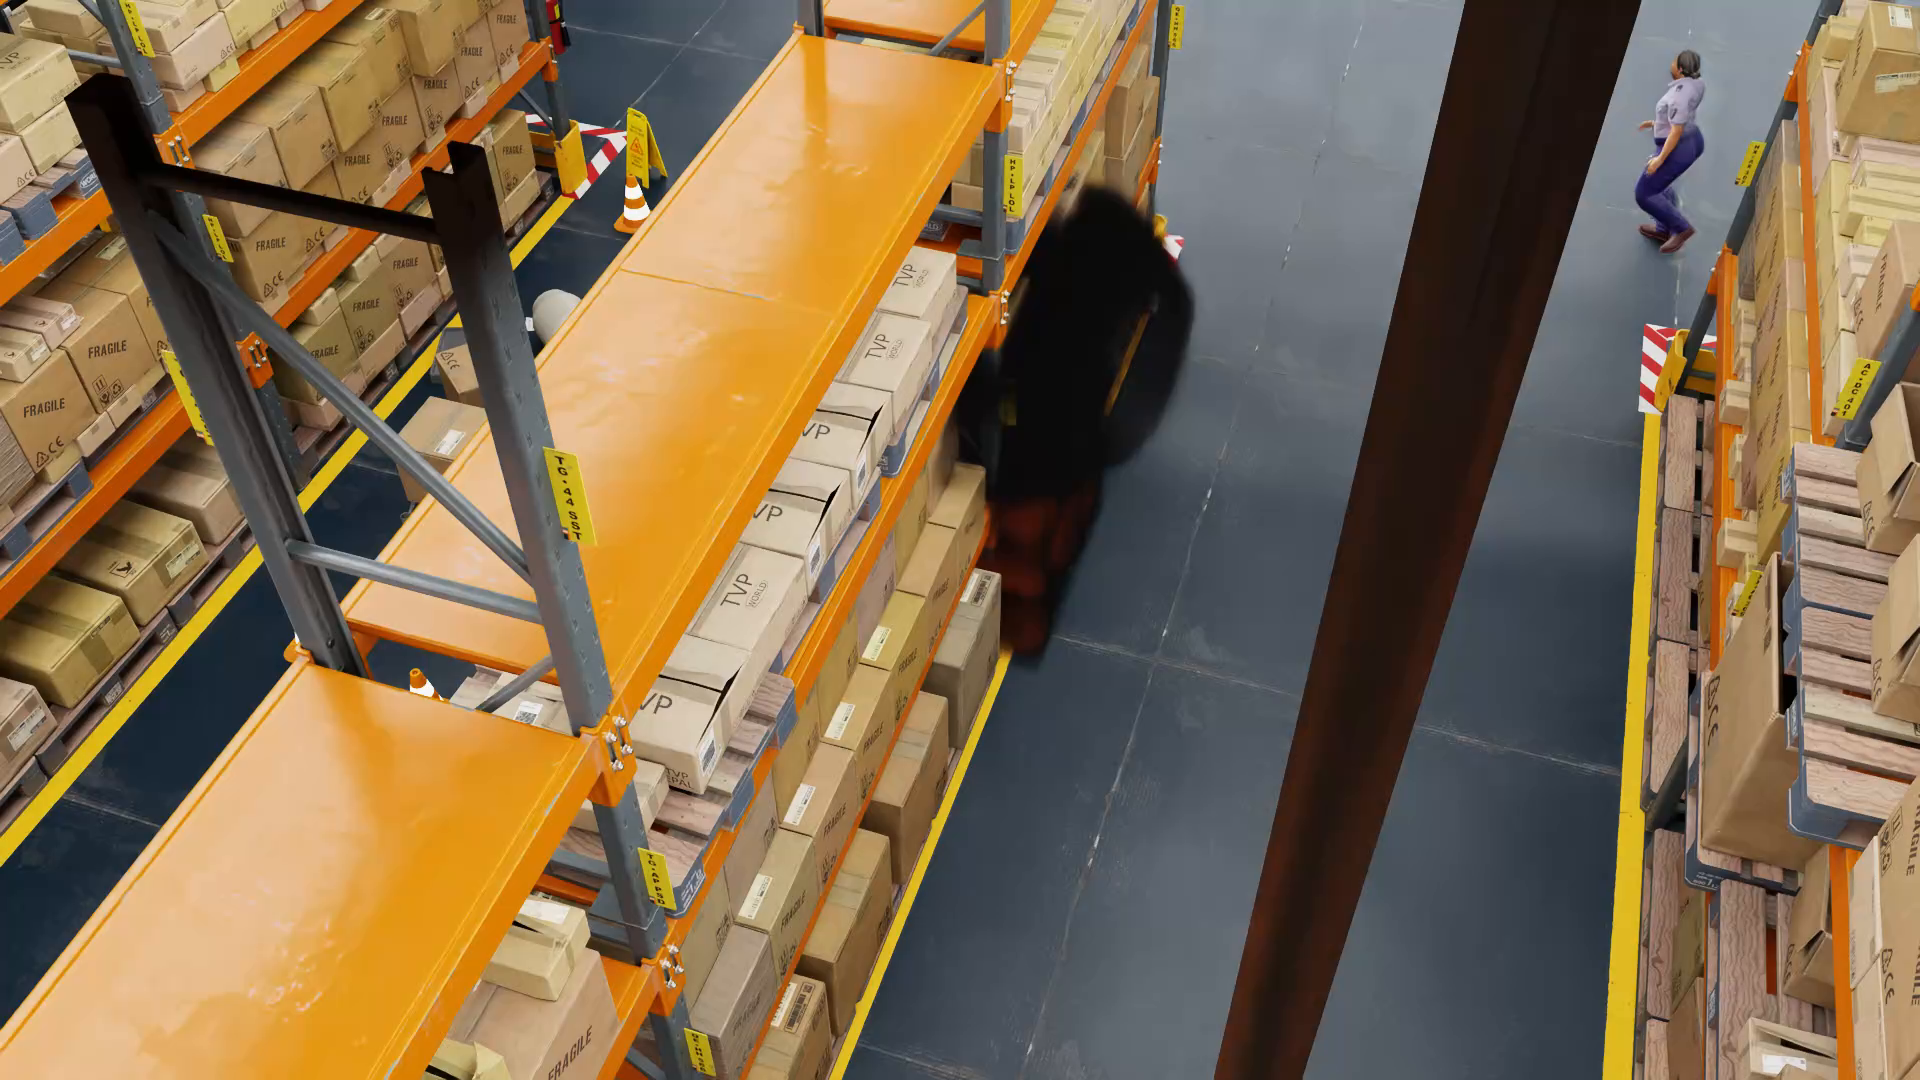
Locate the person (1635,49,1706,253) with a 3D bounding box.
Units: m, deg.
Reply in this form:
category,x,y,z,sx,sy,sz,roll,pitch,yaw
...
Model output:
category,x,y,z,sx,sy,sz,roll,pitch,yaw
person,5.615,-3.050,13.029,0.738,1.548,0.588,31,53,26
